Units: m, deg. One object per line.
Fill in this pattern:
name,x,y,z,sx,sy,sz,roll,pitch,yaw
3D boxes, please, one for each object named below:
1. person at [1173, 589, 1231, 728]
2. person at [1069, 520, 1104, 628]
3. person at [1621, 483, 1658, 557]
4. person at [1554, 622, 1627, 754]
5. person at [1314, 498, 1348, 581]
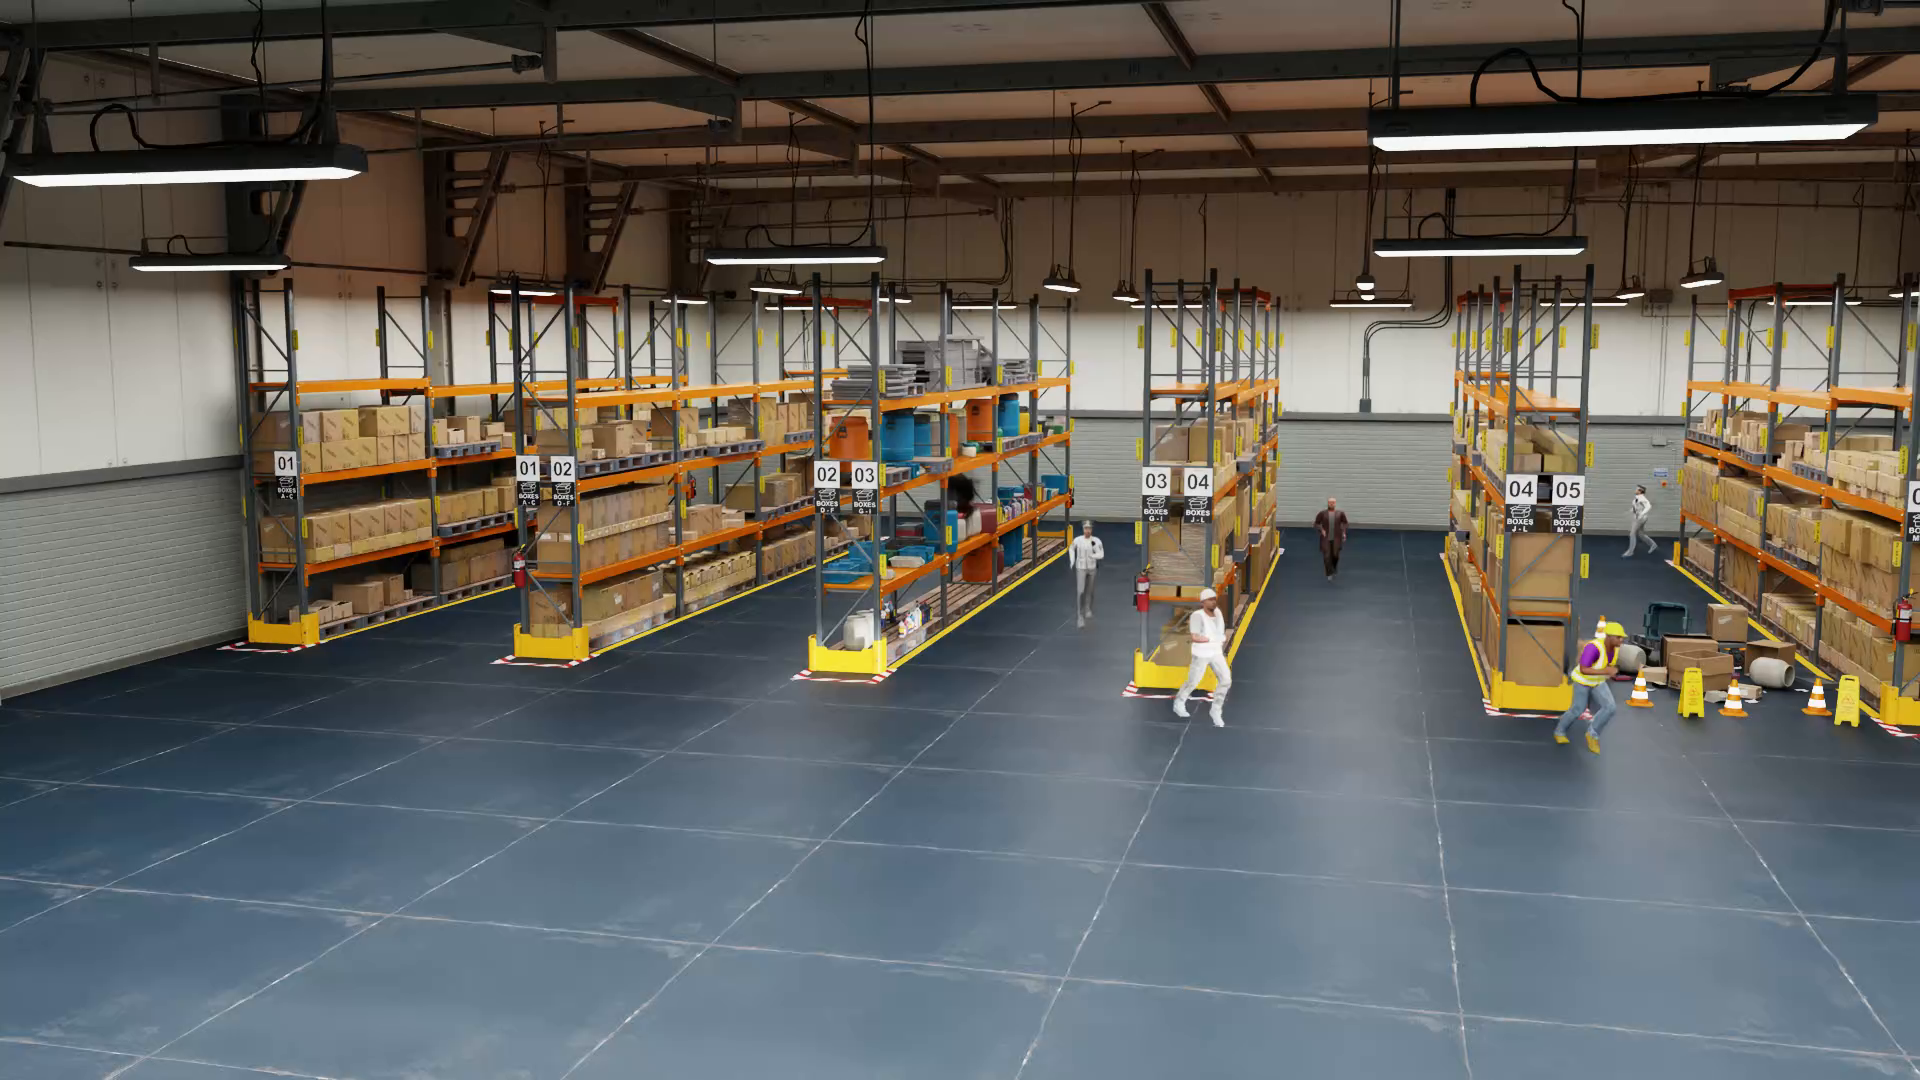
person,3.215,1.530,21.705,0.697,1.829,0.909,-5,8,-34
person,2.119,0.559,27.854,0.576,1.794,0.705,0,7,3
person,15.809,-0.455,38.580,0.819,1.716,0.638,2,7,15
person,7.701,1.782,20.271,0.740,1.669,0.973,-4,8,-29
person,7.761,-0.019,34.808,0.711,1.735,0.637,1,7,12
